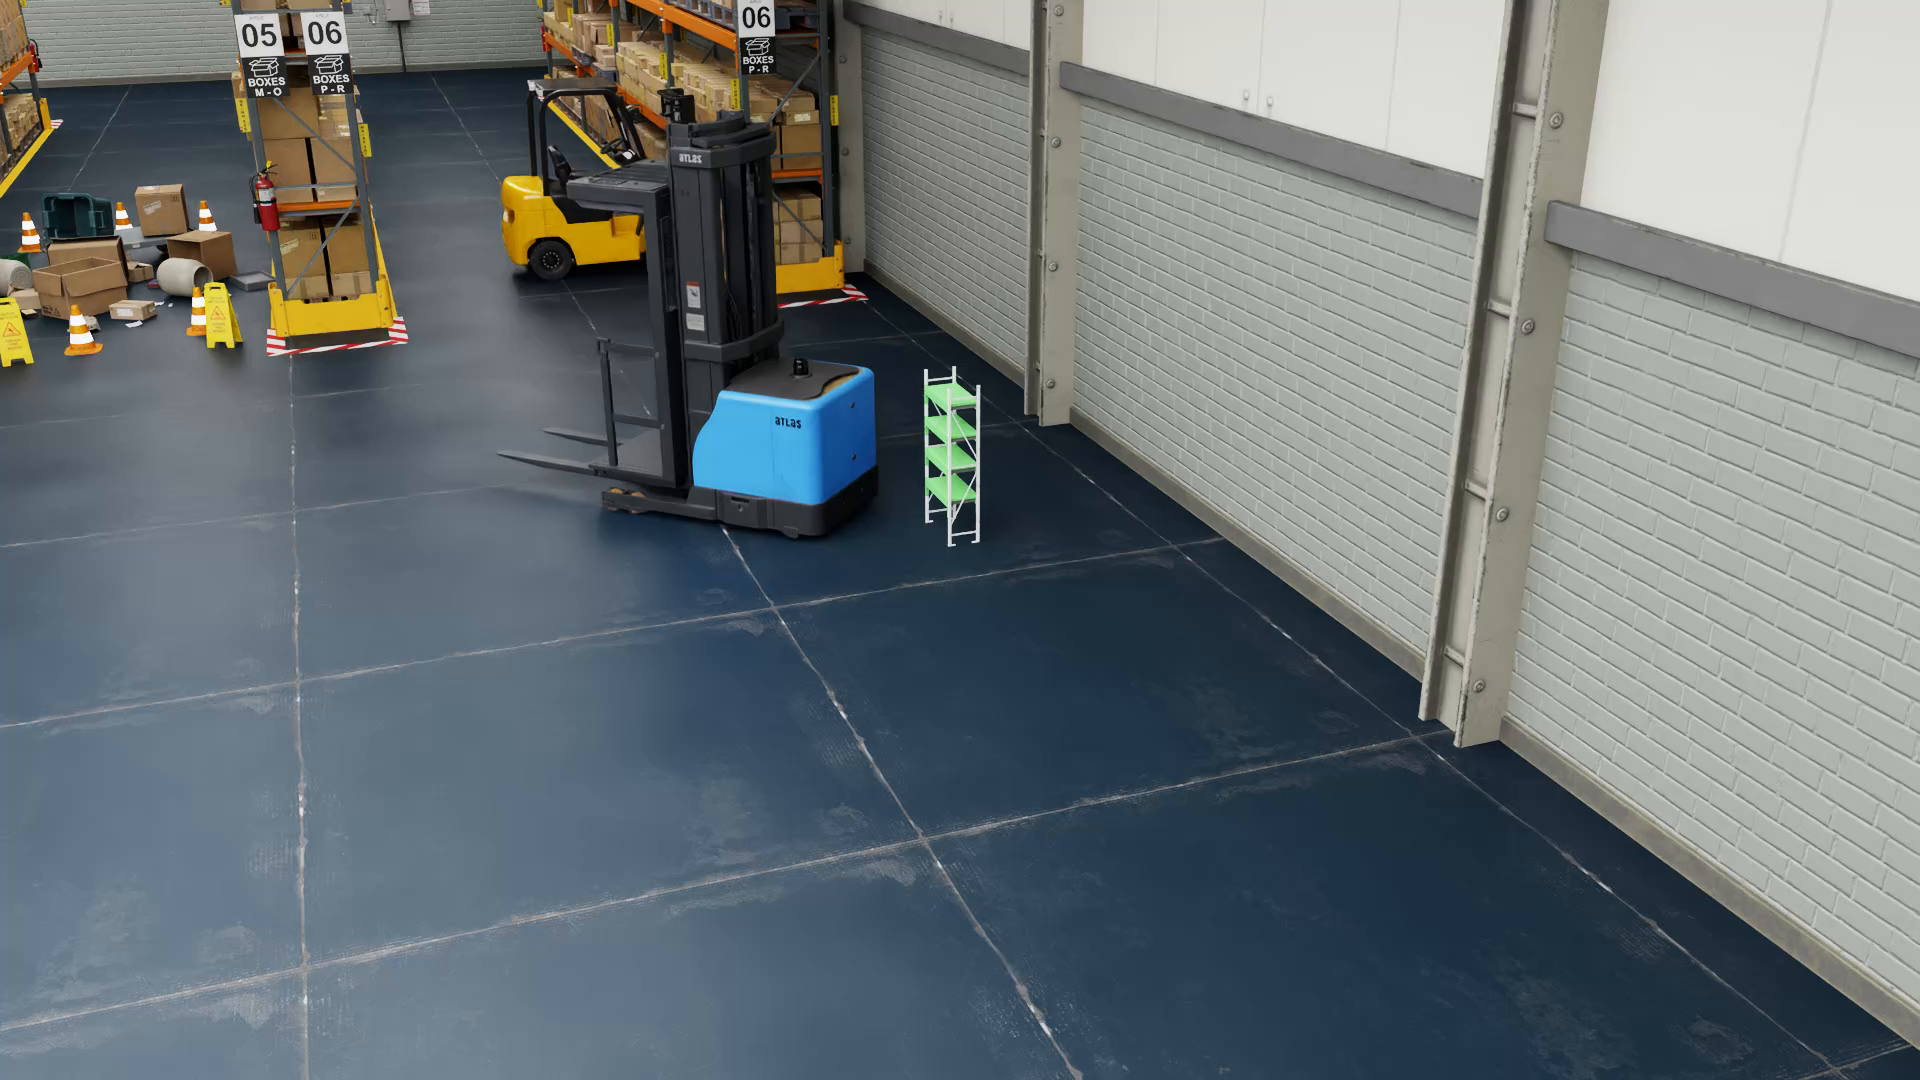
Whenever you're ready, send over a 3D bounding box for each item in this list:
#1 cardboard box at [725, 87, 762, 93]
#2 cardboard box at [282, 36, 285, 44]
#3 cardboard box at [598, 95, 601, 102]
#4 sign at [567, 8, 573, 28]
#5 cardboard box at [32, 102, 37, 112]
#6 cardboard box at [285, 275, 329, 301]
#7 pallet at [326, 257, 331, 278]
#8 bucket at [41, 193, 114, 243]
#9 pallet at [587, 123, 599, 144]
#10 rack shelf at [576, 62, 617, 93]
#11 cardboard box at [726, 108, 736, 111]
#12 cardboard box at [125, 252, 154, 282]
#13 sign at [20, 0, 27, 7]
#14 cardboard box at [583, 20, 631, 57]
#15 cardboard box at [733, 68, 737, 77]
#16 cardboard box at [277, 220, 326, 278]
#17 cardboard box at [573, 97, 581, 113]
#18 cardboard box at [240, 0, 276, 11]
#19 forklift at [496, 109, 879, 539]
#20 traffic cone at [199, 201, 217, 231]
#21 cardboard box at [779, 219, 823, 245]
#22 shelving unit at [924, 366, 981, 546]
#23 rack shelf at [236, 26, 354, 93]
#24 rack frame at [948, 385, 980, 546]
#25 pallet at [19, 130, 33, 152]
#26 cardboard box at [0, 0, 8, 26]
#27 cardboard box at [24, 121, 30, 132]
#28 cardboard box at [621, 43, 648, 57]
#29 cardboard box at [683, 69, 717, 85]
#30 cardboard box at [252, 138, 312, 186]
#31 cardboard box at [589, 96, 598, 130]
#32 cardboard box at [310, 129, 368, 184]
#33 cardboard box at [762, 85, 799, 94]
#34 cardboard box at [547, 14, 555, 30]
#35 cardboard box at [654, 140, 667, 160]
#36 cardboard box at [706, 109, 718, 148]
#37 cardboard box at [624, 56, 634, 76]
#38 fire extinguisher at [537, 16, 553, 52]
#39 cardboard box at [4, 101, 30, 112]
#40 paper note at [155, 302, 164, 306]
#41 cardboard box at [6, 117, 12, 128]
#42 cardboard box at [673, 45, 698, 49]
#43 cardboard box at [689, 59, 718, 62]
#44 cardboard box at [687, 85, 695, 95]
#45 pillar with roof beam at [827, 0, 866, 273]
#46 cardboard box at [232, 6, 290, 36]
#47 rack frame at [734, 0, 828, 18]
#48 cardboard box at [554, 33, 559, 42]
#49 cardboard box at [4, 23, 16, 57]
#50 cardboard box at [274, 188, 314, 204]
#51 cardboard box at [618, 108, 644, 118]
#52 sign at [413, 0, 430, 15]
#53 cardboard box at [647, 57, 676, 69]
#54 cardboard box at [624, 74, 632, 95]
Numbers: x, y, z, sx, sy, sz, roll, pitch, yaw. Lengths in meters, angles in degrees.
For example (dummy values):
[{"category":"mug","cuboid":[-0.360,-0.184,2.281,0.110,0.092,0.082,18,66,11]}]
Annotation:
[{"category":"cardboard box","cuboid":[-2.505,-5.138,19.231,0.380,0.149,0.250,-8,24,-19]},{"category":"cardboard box","cuboid":[-7.139,-5.140,17.043,0.380,0.149,0.250,-8,24,-17]},{"category":"cardboard box","cuboid":[-5.855,-7.436,27.872,0.380,0.149,0.250,-8,24,-19]},{"category":"sign","cuboid":[-6.673,-8.959,28.529,0.100,0.325,0.005,-8,24,-19]},{"category":"cardboard box","cuboid":[-16.365,-7.557,29.064,0.380,0.149,0.250,-9,24,-20]},{"category":"cardboard box","cuboid":[-7.117,-2.787,17.999,0.500,0.250,0.500,-8,24,-19]},{"category":"pallet","cuboid":[-7.279,-3.080,19.285,1.003,0.211,1.213,-8,24,-19]},{"category":"bucket","cuboid":[-10.374,-3.791,19.640,0.726,0.611,0.620,0,13,-1]},{"category":"pallet","cuboid":[-5.845,-7.062,28.733,1.003,0.211,1.213,-8,24,-19]},{"category":"rack shelf","cuboid":[-5.461,-7.579,27.296,1.077,0.370,4.000,-8,24,-19]},{"category":"cardboard box","cuboid":[-2.431,-4.798,18.808,0.380,0.149,0.250,-8,24,-18]},{"category":"cardboard box","cuboid":[-9.704,-3.198,19.495,0.396,0.266,0.258,12,26,27]},{"category":"sign","cuboid":[-16.292,-9.440,28.888,0.100,0.325,0.005,-8,24,-19]},{"category":"cardboard box","cuboid":[-5.746,-8.197,27.167,0.700,0.500,0.500,-8,24,-19]},{"category":"cardboard box","cuboid":[-2.643,-5.864,20.955,0.380,0.149,0.250,-9,24,-20]},{"category":"cardboard box","cuboid":[-7.098,-3.122,17.829,0.500,0.500,0.500,-8,24,-19]},{"category":"cardboard box","cuboid":[-6.765,-7.863,30.022,0.396,0.266,0.258,-7,24,-17]},{"category":"cardboard box","cuboid":[-6.967,-5.311,16.423,0.380,0.149,0.250,-8,24,-18]},{"category":"forklift","cuboid":[-2.197,-1.723,12.563,3.031,2.935,1.130,10,25,22]},{"category":"traffic cone","cuboid":[-9.732,-4.137,21.471,0.336,0.463,0.334,-8,24,-19]},{"category":"cardboard box","cuboid":[-1.900,-3.633,19.364,0.500,0.250,0.500,-8,24,-18]},{"category":"shelving unit","cuboid":[-0.059,-0.613,12.160,0.258,1.200,0.503,-8,24,-19]},{"category":"rack shelf","cuboid":[-7.277,-5.372,18.198,1.077,0.370,4.000,-8,24,-19]},{"category":"rack frame","cuboid":[0.028,-0.524,11.949,0.240,1.200,0.015,-8,24,-19]},{"category":"pallet","cuboid":[-16.110,-6.637,27.725,1.003,0.211,1.213,-8,24,-19]},{"category":"cardboard box","cuboid":[-15.863,-8.641,27.089,0.500,0.500,0.500,-9,25,-21]},{"category":"cardboard box","cuboid":[-15.913,-6.948,28.003,0.380,0.149,0.250,-8,24,-18]},{"category":"cardboard box","cuboid":[-4.822,-7.276,24.686,0.380,0.149,0.250,-8,24,-18]},{"category":"cardboard box","cuboid":[-3.236,-5.774,20.741,0.380,0.149,0.250,-8,24,-18]},{"category":"cardboard box","cuboid":[-7.020,-3.937,17.217,0.500,0.500,0.500,-9,24,-20]},{"category":"cardboard box","cuboid":[-6.010,-7.280,28.338,0.500,0.500,0.500,-9,24,-20]},{"category":"cardboard box","cuboid":[-6.479,-3.988,17.338,0.500,0.500,0.500,-9,24,-20]},{"category":"cardboard box","cuboid":[-2.088,-5.196,19.369,0.380,0.149,0.250,-8,24,-19]},{"category":"cardboard box","cuboid":[-7.494,-9.774,31.387,0.500,0.250,0.500,-8,24,-18]},{"category":"cardboard box","cuboid":[-3.803,-5.301,23.481,0.875,0.625,0.625,-9,24,-20]},{"category":"cardboard box","cuboid":[-2.704,-4.842,19.747,0.500,0.500,0.500,-9,24,-20]},{"category":"cardboard box","cuboid":[-4.651,-6.968,24.470,0.500,0.250,0.500,-8,24,-17]},{"category":"fire extinguisher","cuboid":[-8.065,-9.873,32.393,0.296,0.674,0.183,-8,24,-19]},{"category":"cardboard box","cuboid":[-15.970,-7.320,28.119,0.380,0.149,0.250,-7,24,-17]},{"category":"paper note","cuboid":[-8.927,-2.621,18.443,0.148,0.019,0.142,0,23,-1]},{"category":"cardboard box","cuboid":[-15.375,-6.655,26.541,0.380,0.149,0.250,-7,24,-16]},{"category":"cardboard box","cuboid":[-4.067,-7.177,24.451,0.380,0.149,0.250,-9,24,-20]},{"category":"cardboard box","cuboid":[-3.508,-6.518,22.889,0.380,0.149,0.250,-9,24,-20]},{"category":"cardboard box","cuboid":[-3.155,-5.543,20.576,0.380,0.149,0.250,-9,24,-20]},{"category":"pillar with roof beam","cuboid":[-5.359,-6.827,16.863,9.100,9.000,0.400,-8,24,-19]},{"category":"cardboard box","cuboid":[-7.004,-5.194,16.659,0.500,0.250,0.500,-9,24,-20]},{"category":"rack frame","cuboid":[-1.929,-7.042,17.370,1.000,3.000,0.127,-8,24,-19]},{"category":"cardboard box","cuboid":[-7.313,-9.343,30.878,0.380,0.149,0.250,-9,24,-20]},{"category":"cardboard box","cuboid":[-15.887,-8.194,27.318,0.500,0.500,0.500,-7,24,-16]},{"category":"cardboard box","cuboid":[-6.903,-3.585,17.218,0.380,0.149,0.250,-8,24,-17]},{"category":"cardboard box","cuboid":[-5.166,-6.669,26.053,0.380,0.149,0.250,-10,25,-22]},{"category":"sign","cuboid":[-11.831,-11.788,36.479,0.329,0.494,0.001,-8,24,-19]},{"category":"cardboard box","cuboid":[-4.149,-6.629,23.153,0.380,0.149,0.250,-8,24,-19]},{"category":"cardboard box","cuboid":[-4.654,-6.737,24.564,0.500,0.250,0.500,-9,24,-20]}]
